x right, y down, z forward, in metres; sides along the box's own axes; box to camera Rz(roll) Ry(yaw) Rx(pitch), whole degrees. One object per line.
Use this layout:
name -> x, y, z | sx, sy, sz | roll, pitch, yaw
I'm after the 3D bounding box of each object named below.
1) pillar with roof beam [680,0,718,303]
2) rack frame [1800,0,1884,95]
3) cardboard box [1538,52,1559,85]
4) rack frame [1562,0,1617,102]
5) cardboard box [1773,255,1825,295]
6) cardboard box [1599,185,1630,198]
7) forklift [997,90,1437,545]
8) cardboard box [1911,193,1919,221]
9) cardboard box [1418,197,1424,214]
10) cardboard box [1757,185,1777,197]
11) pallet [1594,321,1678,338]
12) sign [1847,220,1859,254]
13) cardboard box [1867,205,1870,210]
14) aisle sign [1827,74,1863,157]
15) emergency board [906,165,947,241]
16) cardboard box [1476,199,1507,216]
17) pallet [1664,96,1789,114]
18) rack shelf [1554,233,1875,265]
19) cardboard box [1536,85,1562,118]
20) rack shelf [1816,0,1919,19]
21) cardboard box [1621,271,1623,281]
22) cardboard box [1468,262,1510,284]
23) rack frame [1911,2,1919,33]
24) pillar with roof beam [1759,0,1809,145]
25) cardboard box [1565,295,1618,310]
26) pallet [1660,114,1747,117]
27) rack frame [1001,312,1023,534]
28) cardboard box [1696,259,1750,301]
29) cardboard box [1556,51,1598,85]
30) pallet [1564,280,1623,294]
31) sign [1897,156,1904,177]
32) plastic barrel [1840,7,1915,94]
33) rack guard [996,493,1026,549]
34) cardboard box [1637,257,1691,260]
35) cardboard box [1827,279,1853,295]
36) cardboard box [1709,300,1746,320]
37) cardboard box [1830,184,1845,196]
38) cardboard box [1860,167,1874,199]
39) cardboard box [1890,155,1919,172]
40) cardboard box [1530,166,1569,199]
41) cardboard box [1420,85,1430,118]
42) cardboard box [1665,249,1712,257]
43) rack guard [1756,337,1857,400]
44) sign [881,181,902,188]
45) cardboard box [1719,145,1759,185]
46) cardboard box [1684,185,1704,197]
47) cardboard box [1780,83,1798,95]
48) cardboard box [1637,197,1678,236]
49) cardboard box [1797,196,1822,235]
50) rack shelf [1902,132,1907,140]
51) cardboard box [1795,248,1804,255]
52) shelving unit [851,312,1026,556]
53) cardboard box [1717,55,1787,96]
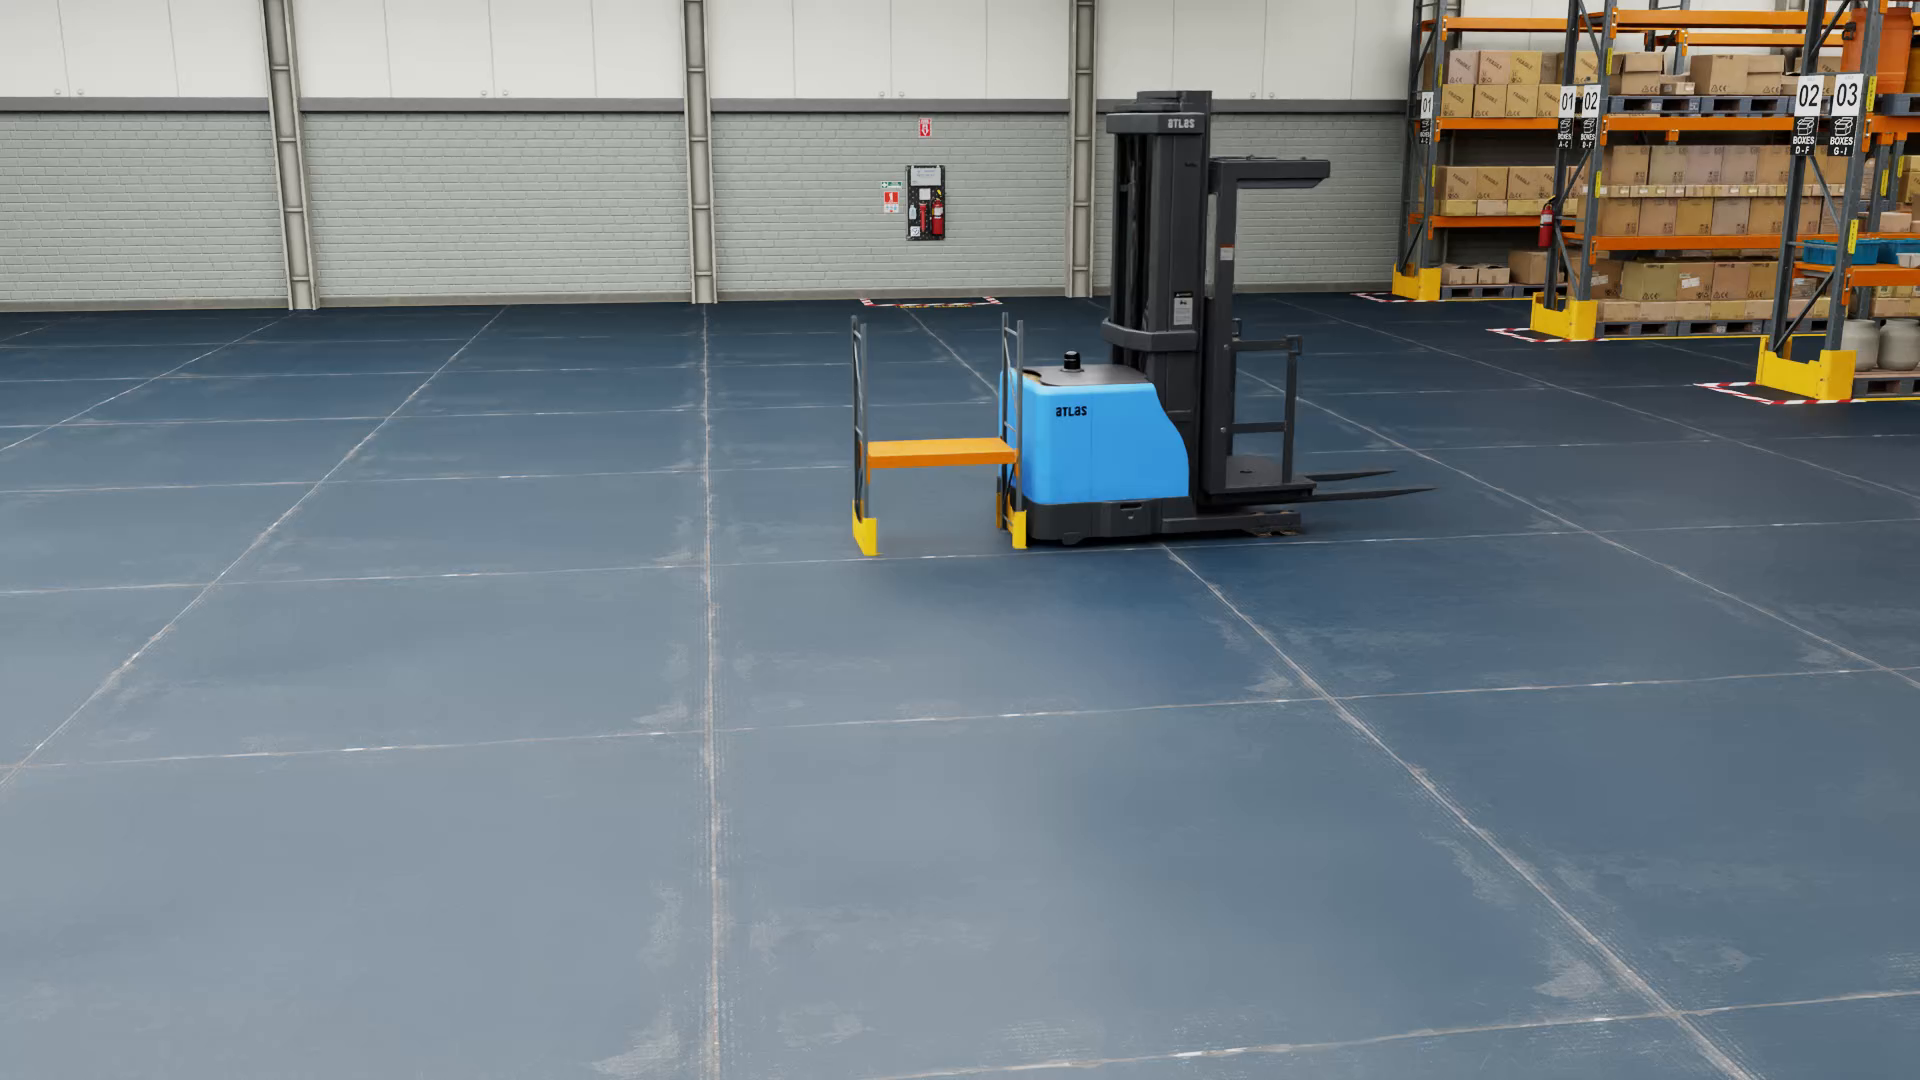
pillar with roof beam -> -3.367, -7.061, 20.878 | 0.400, 9.000, 9.100 | -2, 14, -8
rack frame -> 8.770, -5.915, 16.308 | 0.127, 3.000, 1.000 | -2, 14, -8
cardboard box -> 9.209, -7.516, 26.557 | 0.500, 0.500, 0.500 | -2, 14, -8
rack frame -> 8.036, -7.107, 21.060 | 0.127, 3.000, 1.000 | -2, 14, -8
cardboard box -> 11.486, -3.634, 22.793 | 0.500, 0.500, 0.500 | -2, 14, -8
cardboard box -> 8.456, -4.522, 21.549 | 0.250, 0.149, 0.380 | -2, 14, -9
forklift -> 1.836, -1.561, 11.420 | 3.031, 2.935, 1.130 | -4, 15, -14
cardboard box -> 13.274, -4.433, 22.527 | 0.500, 0.500, 0.500 | -1, 14, -4
cardboard box -> 7.727, -5.389, 26.810 | 0.500, 0.250, 0.500 | -2, 14, -7
cardboard box -> 10.498, -4.598, 21.850 | 0.250, 0.149, 0.380 | -2, 14, -7
pallet -> 8.786, -2.882, 22.279 | 1.213, 0.211, 1.003 | -2, 14, -8
sign -> 8.848, -3.007, 16.476 | 0.005, 0.325, 0.100 | -2, 14, -8
cardboard box -> 15.489, -5.639, 28.017 | 0.250, 0.149, 0.380 | -2, 14, -7
aisle sign -> 8.742, -4.193, 16.430 | 0.004, 0.787, 0.394 | -2, 14, -8
emergency board -> -0.525, -5.324, 26.284 | 0.643, 1.169, 0.194 | -2, 14, -8
cardboard box -> 8.335, -5.289, 26.411 | 0.500, 0.250, 0.500 | -3, 14, -10
pallet -> 9.948, -5.673, 21.692 | 1.213, 0.211, 1.003 | -2, 14, -8
rack shelf -> 10.013, -3.920, 22.166 | 4.000, 0.370, 1.077 | -2, 14, -8
cardboard box -> 9.238, -6.908, 26.189 | 0.500, 0.500, 0.500 | -1, 14, -5
rack shelf -> 10.748, -5.445, 16.733 | 4.000, 0.370, 1.077 | -2, 14, -8
cardboard box -> 10.725, -4.346, 27.303 | 0.250, 0.166, 0.380 | -4, 15, -16
cardboard box -> 8.555, -4.321, 26.910 | 0.500, 0.311, 0.500 | -1, 14, -4
rack frame -> 15.205, -8.588, 26.966 | 0.127, 3.000, 1.000 | -2, 14, -8
pillar with roof beam -> 14.432, -7.713, 23.479 | 0.400, 9.000, 9.100 | -2, 14, -8
cardboard box -> 8.522, -3.157, 22.434 | 0.500, 0.250, 0.500 | -2, 14, -8
pallet -> 11.876, -6.894, 26.763 | 1.003, 0.211, 1.213 | -2, 14, -8
rack frame -> 0.345, -0.739, 11.083 | 0.032, 1.500, 0.500 | -3, 14, -11
cardboard box -> 10.083, -3.450, 22.060 | 0.500, 0.500, 0.500 | -2, 14, -8
cardboard box -> 9.739, -7.404, 26.110 | 0.500, 0.500, 0.500 | -3, 14, -10
pallet -> 10.591, -4.148, 27.326 | 1.213, 0.211, 1.003 | -2, 14, -8
sign -> 15.295, -6.071, 27.046 | 0.005, 0.325, 0.100 | -2, 14, -8
plastic barrel -> 9.232, -4.920, 16.762 | 0.708, 0.830, 0.600 | -2, 14, -8
rack guard -> 0.344, -0.132, 11.235 | 0.087, 0.250, 0.587 | -3, 14, -11
cardboard box -> 9.508, -3.561, 22.503 | 0.500, 0.500, 0.500 | -2, 14, -8
cardboard box -> 12.349, -3.567, 22.916 | 0.500, 0.311, 0.500 | -2, 14, -8
cardboard box -> 10.083, -3.087, 22.152 | 0.500, 0.250, 0.500 | -2, 14, -8
cardboard box -> 11.509, -4.635, 21.998 | 0.250, 0.149, 0.380 | -2, 14, -9
cardboard box -> 14.741, -5.920, 27.553 | 0.500, 0.500, 0.700 | -4, 15, -15
cardboard box -> 15.721, -6.200, 27.377 | 0.500, 0.250, 0.500 | -2, 14, -7
cardboard box -> 9.322, -5.688, 26.462 | 0.500, 0.500, 0.500 | -2, 14, -7
cardboard box -> 7.669, -6.977, 26.464 | 0.500, 0.500, 0.500 | -1, 14, -4
cardboard box -> 11.975, -4.565, 27.491 | 0.500, 0.500, 0.700 | -2, 14, -6
rack guard -> 8.838, -1.807, 17.398 | 0.348, 0.500, 1.175 | -2, 14, -8
sign -> -1.081, -5.601, 26.226 | 0.331, 0.109, 0.001 | -2, 14, -8
cardboard box -> 10.064, -4.947, 21.910 | 0.500, 0.500, 0.700 | -2, 14, -8
cardboard box -> 9.476, -4.560, 21.699 | 0.250, 0.149, 0.380 | -3, 14, -10
cardboard box -> 10.839, -5.837, 21.529 | 0.250, 0.149, 0.380 | -2, 14, -8
cardboard box -> 9.018, -4.279, 21.913 | 0.500, 0.500, 0.700 | -2, 14, -7
cardboard box -> 11.033, -4.352, 22.203 | 0.500, 0.500, 0.700 | -2, 14, -9
rack shelf -> 17.182, -6.857, 27.708 | 4.000, 0.370, 1.077 | -2, 14, -8
cardboard box -> 13.974, -4.650, 27.830 | 0.500, 0.500, 0.700 | -2, 14, -8
shelving unit -> -0.145, -0.715, 10.991 | 1.083, 1.500, 0.587 | -3, 14, -11
cardboard box -> 10.344, -6.089, 21.805 | 0.637, 0.503, 0.797 | -1, 14, -2
